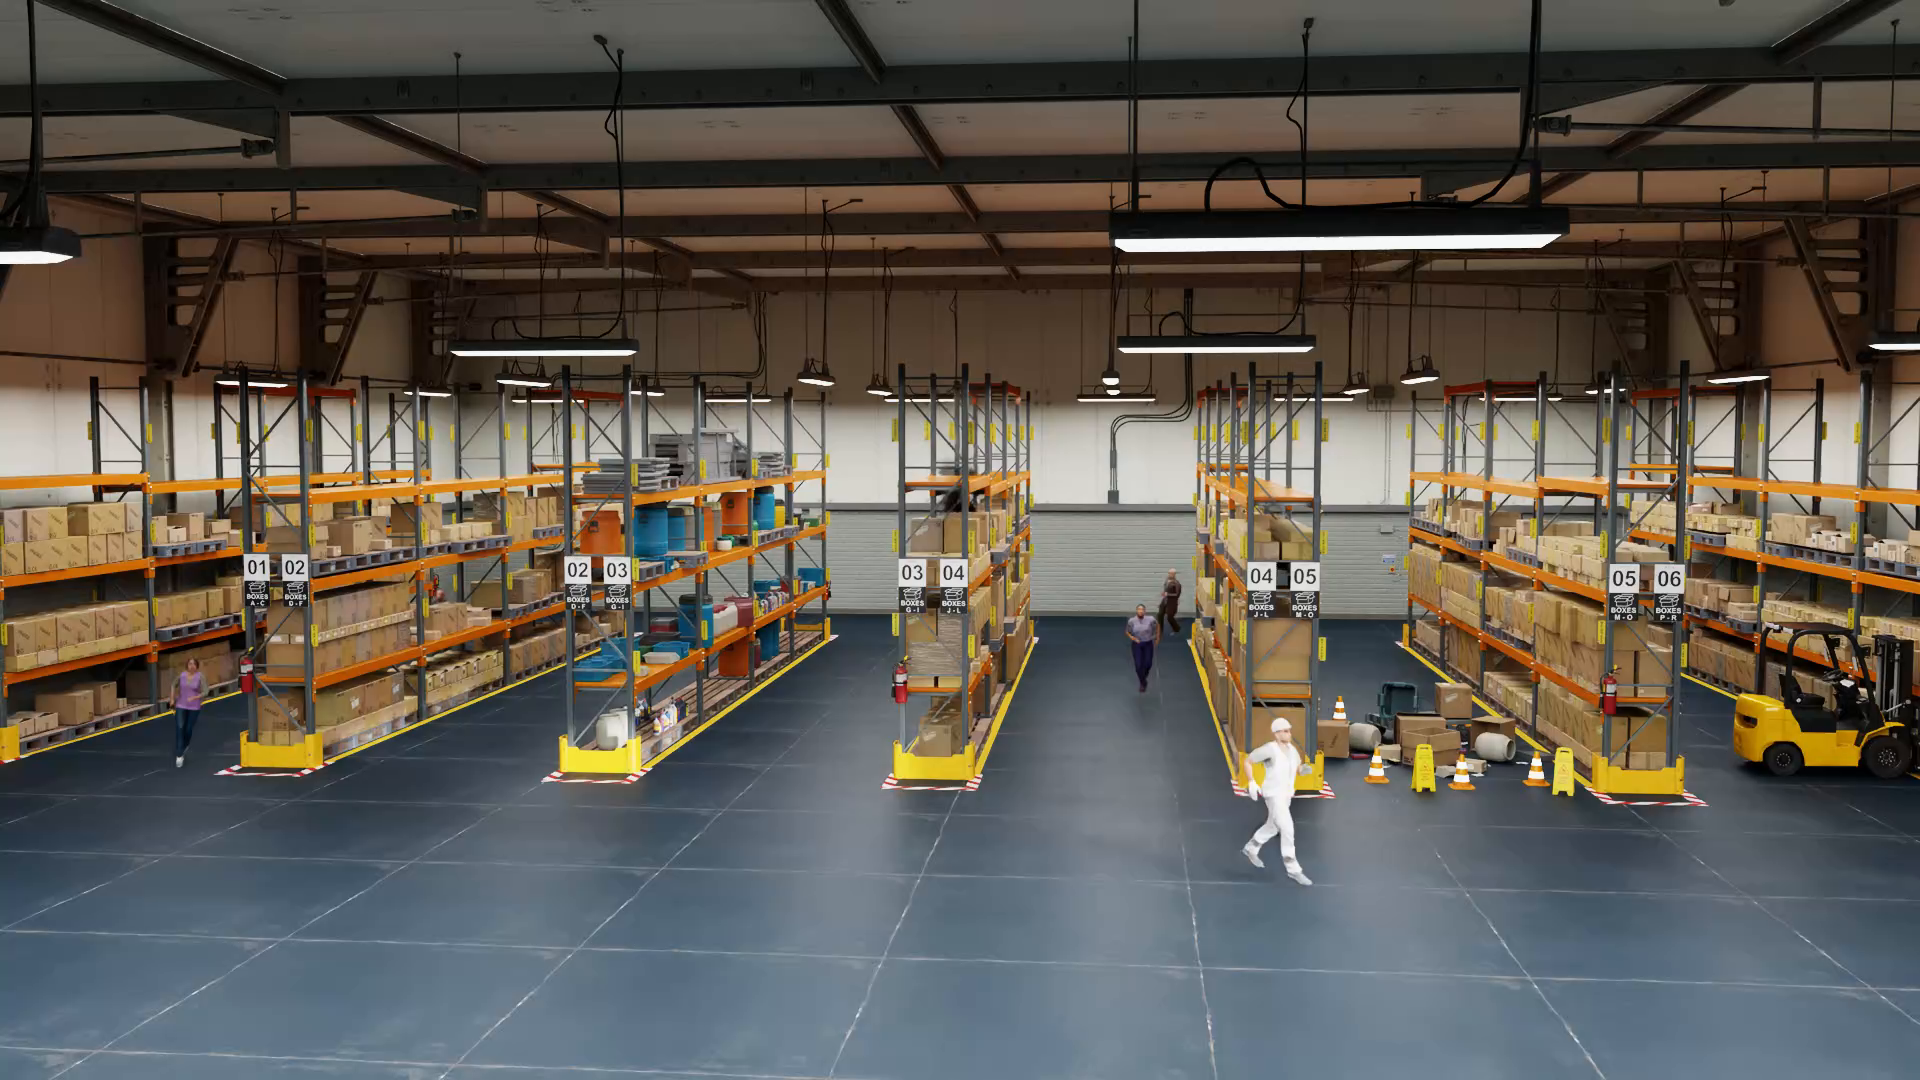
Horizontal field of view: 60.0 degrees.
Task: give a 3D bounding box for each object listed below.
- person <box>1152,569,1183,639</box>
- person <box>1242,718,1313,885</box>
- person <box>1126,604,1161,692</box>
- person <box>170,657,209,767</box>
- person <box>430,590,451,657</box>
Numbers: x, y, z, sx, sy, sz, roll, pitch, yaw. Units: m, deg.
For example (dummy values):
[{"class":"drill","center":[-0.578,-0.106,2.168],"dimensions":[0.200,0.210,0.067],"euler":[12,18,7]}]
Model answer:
[{"class":"person","center":[5.172,1.618,40.411],"dimensions":[0.888,1.674,0.740],"euler":[-2,4,-25]},{"class":"person","center":[3.550,2.877,18.608],"dimensions":[0.987,1.793,0.659],"euler":[4,5,45]},{"class":"person","center":[3.357,1.975,30.482],"dimensions":[0.644,1.613,0.612],"euler":[0,4,5]},{"class":"person","center":[-11.735,2.588,25.323],"dimensions":[0.556,1.609,0.788],"euler":[-1,4,-19]},{"class":"person","center":[-10.848,1.925,34.868],"dimensions":[0.640,1.785,0.797],"euler":[1,4,9]}]
